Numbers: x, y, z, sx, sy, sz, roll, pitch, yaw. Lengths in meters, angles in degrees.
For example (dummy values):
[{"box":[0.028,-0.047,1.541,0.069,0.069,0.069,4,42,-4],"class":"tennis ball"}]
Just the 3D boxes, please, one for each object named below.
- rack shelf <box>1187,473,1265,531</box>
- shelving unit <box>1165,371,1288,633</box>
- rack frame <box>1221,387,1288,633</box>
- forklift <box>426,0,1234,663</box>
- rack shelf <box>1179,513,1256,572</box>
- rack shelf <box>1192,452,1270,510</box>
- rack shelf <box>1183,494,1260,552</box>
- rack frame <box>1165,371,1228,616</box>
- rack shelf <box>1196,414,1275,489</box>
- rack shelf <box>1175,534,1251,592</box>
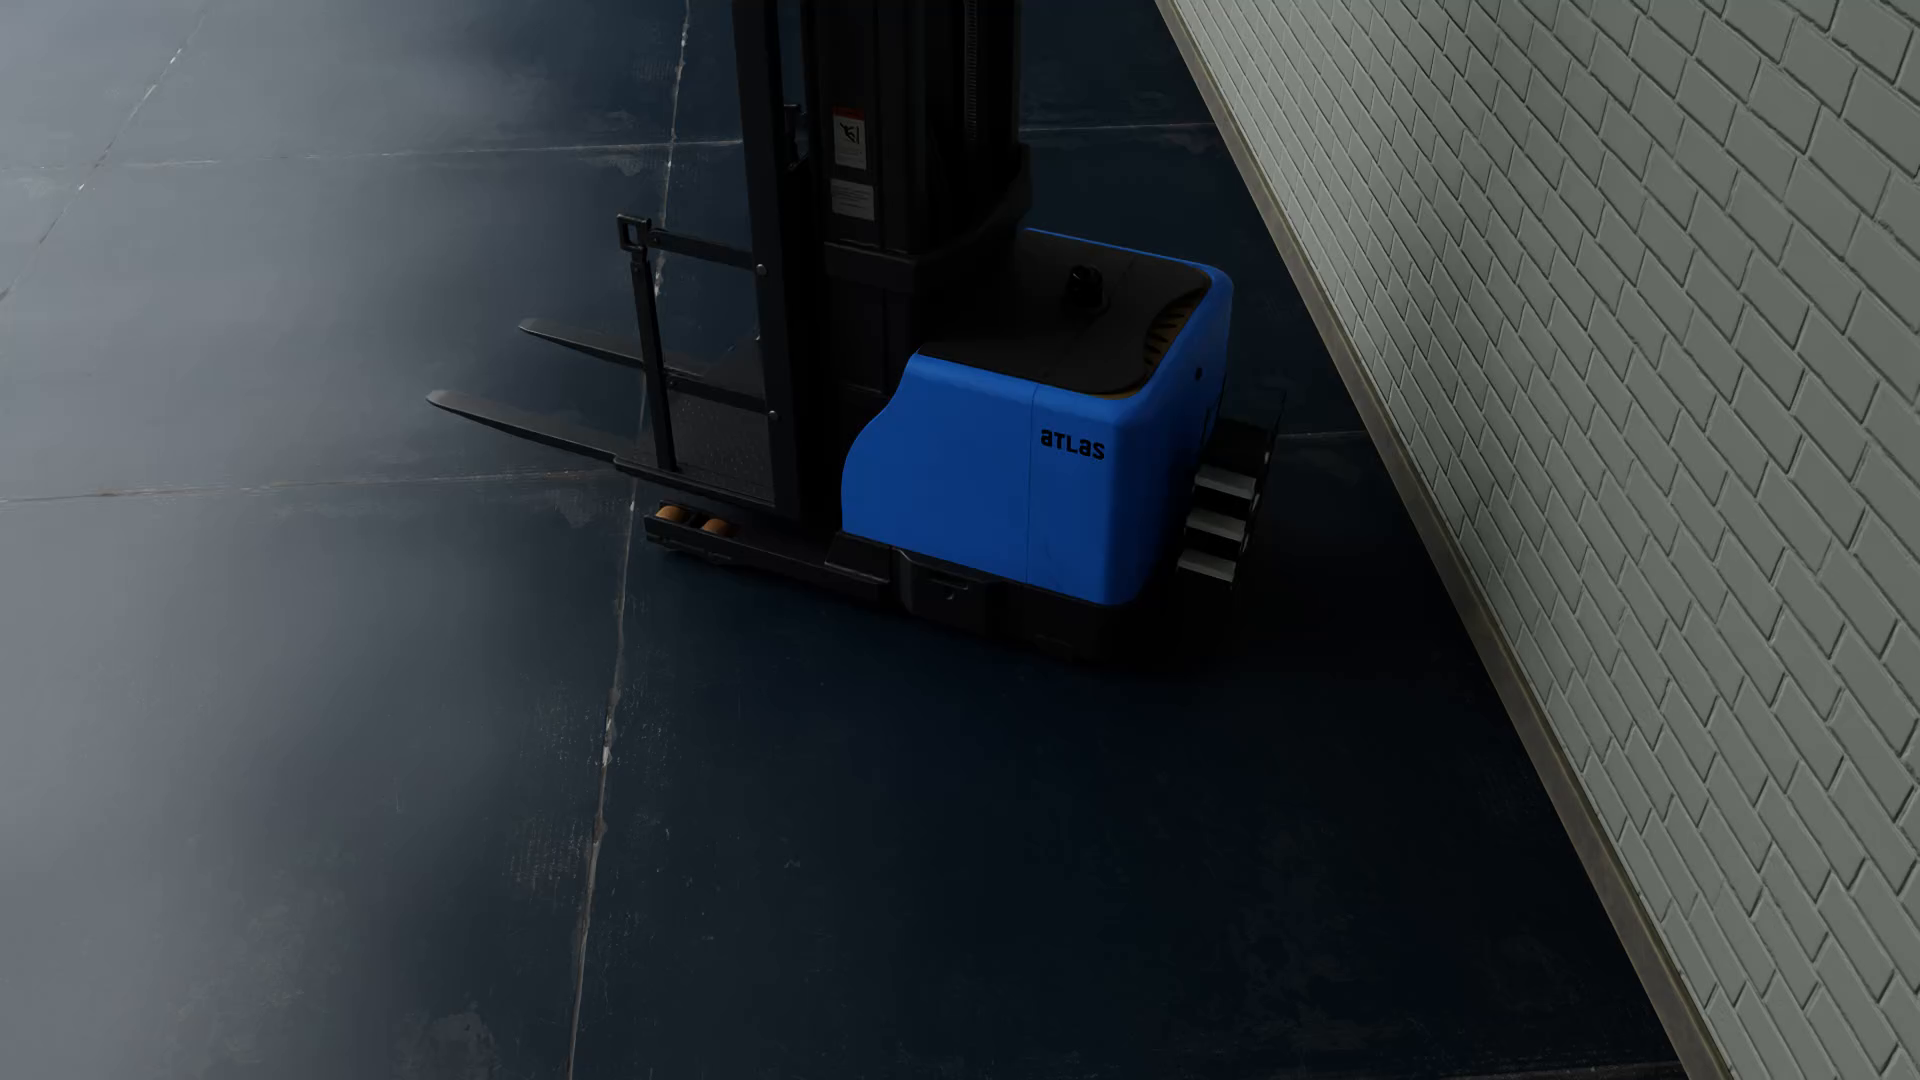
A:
[{"box":[0.903,-0.158,5.621,0.200,0.077,0.258,17,41,14],"class":"rack shelf"},{"box":[0.899,-0.115,5.658,0.210,0.900,0.258,17,41,14],"class":"shelving unit"},{"box":[0.994,-0.086,5.633,0.006,0.900,0.240,17,41,14],"class":"rack frame"},{"box":[-0.610,-1.341,5.583,3.031,2.935,1.130,16,41,19],"class":"forklift"},{"box":[0.890,-0.020,5.737,0.200,0.077,0.258,17,41,14],"class":"rack shelf"},{"box":[0.910,-0.227,5.564,0.200,0.077,0.258,17,41,14],"class":"rack shelf"},{"box":[0.897,-0.089,5.679,0.200,0.077,0.258,17,41,14],"class":"rack shelf"},{"box":[0.805,-0.144,5.682,0.006,0.900,0.240,17,41,14],"class":"rack frame"},{"box":[0.916,-0.296,5.506,0.200,0.077,0.258,17,41,14],"class":"rack shelf"},{"box":[0.884,0.048,5.794,0.200,0.077,0.258,17,41,14],"class":"rack shelf"}]
